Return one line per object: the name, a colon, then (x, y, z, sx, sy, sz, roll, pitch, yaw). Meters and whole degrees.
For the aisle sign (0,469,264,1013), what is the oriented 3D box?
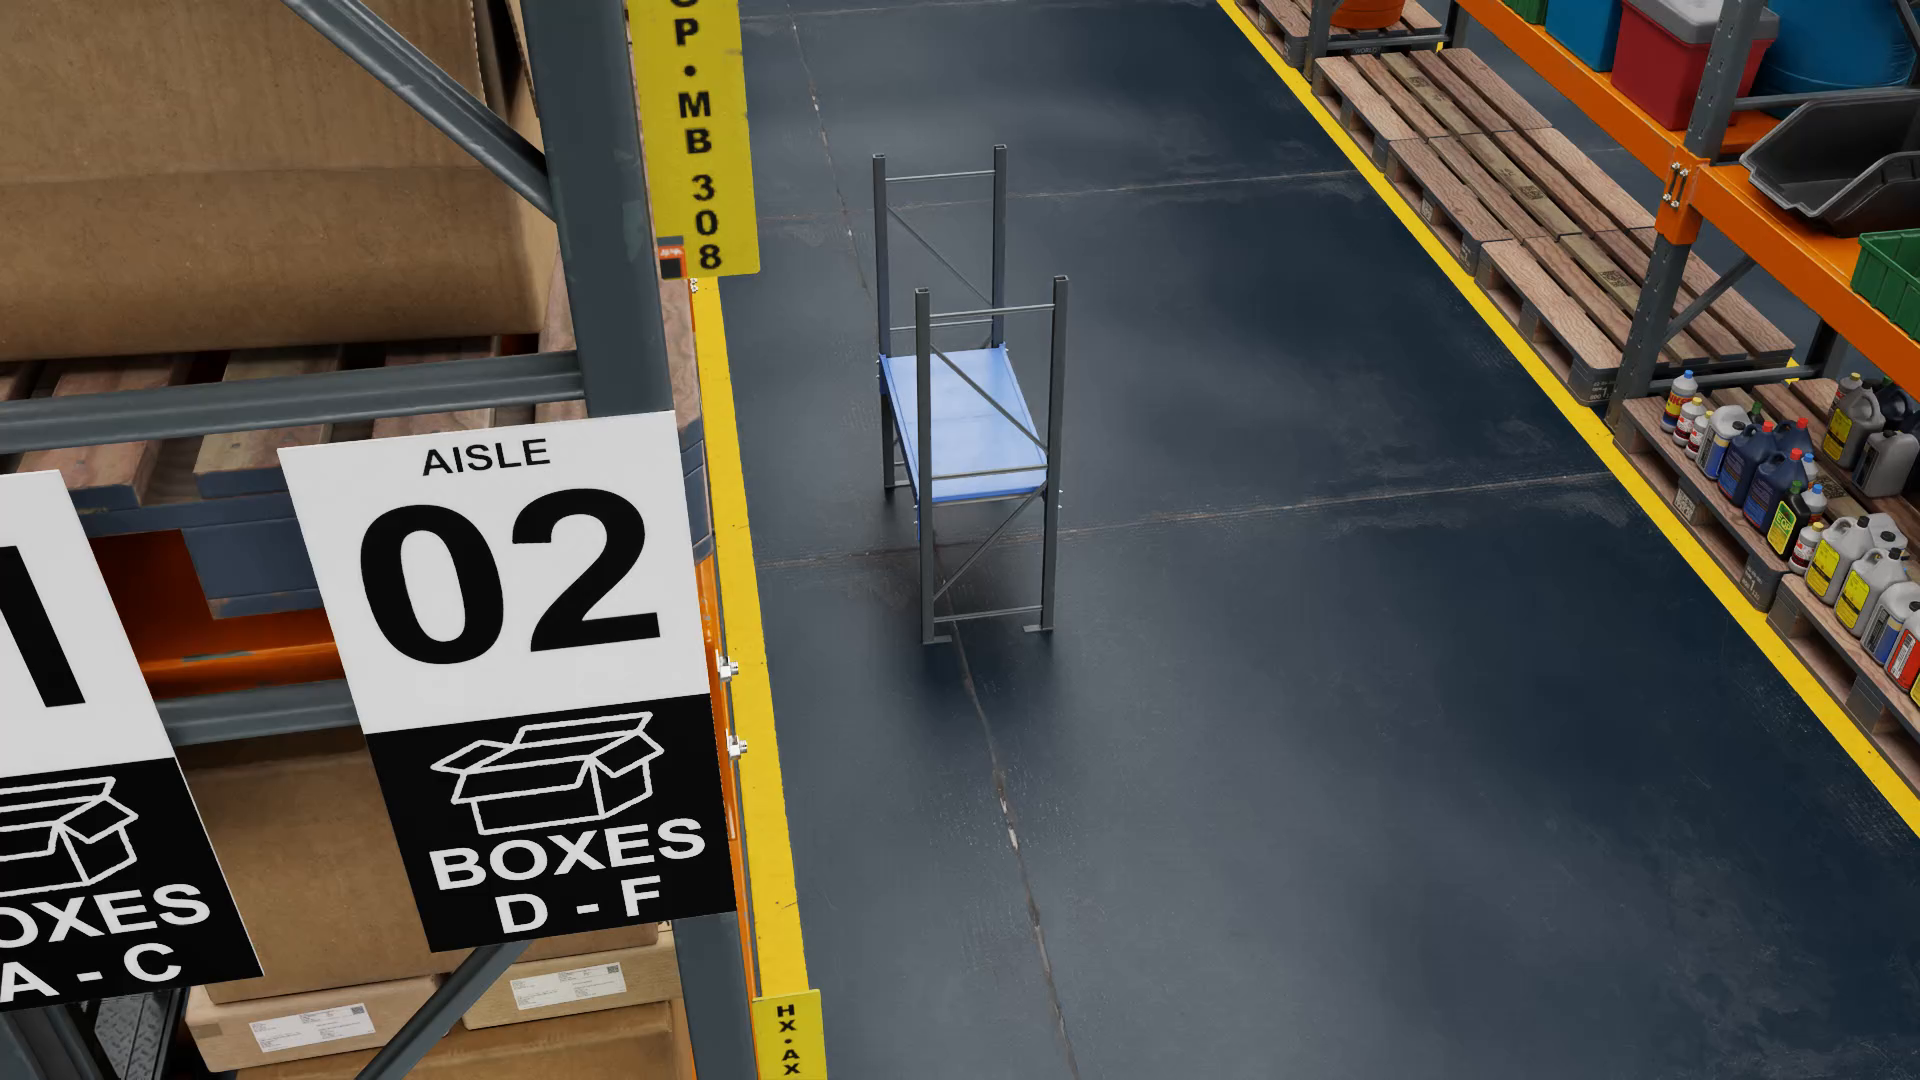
aisle sign: (-1.079, 0.264, 1.846, 0.394, 0.787, 0.004, -6, 38, -8)

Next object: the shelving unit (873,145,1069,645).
shelving unit: (0.015, -0.541, 6.224, 0.538, 1.500, 1.048, -6, 38, -8)

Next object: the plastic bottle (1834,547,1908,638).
plastic bottle: (3.248, 0.160, 5.899, 0.144, 0.351, 0.185, -5, 38, -6)

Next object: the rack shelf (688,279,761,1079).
rack shelf: (-1.152, 0.295, 4.511, 1.077, 0.370, 4.000, -6, 38, -8)

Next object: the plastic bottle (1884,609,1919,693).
plastic bottle: (3.305, 0.373, 5.686, 0.152, 0.276, 0.135, -6, 38, -8)

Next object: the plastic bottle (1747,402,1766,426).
plastic bottle: (3.188, -0.408, 6.686, 0.061, 0.283, 0.133, -6, 38, -8)

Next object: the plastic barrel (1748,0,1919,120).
plastic barrel: (3.605, -2.191, 6.717, 0.600, 0.901, 0.708, -6, 38, -8)

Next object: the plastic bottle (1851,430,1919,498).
plastic bottle: (3.664, -0.320, 6.579, 0.152, 0.276, 0.135, -6, 38, -8)

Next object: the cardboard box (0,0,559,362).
cardboard box: (-0.898, -0.575, 2.059, 0.797, 0.503, 0.637, -4, 38, -5)

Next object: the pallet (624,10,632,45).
pallet: (-1.117, -1.099, 3.346, 1.003, 0.211, 1.213, -6, 38, -8)

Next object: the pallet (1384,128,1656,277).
pallet: (2.982, -1.835, 8.939, 1.003, 0.211, 1.213, -6, 38, -8)

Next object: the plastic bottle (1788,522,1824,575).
plastic bottle: (3.168, 0.024, 6.197, 0.097, 0.201, 0.097, 0, 38, 0)

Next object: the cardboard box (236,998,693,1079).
cardboard box: (-0.870, 0.896, 3.070, 0.700, 0.500, 0.500, -6, 38, -8)

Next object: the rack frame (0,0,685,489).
rack frame: (-0.801, -1.150, 0.895, 1.000, 3.000, 0.127, -6, 38, -8)

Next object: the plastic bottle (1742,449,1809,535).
plastic bottle: (3.141, -0.209, 6.374, 0.144, 0.351, 0.185, -8, 39, -10)

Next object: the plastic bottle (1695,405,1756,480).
plastic bottle: (3.083, -0.393, 6.673, 0.152, 0.276, 0.135, -5, 38, -6)

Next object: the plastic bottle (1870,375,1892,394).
plastic bottle: (3.784, -0.573, 6.898, 0.061, 0.283, 0.133, -4, 38, -6)

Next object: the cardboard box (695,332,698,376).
cardboard box: (-1.417, -0.856, 7.306, 0.500, 0.250, 0.500, -5, 38, -7)

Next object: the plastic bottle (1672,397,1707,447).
plastic bottle: (3.017, -0.495, 6.864, 0.097, 0.201, 0.097, 0, 38, 0)

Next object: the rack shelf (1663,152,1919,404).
rack shelf: (3.726, -0.235, 5.194, 1.077, 0.370, 4.000, -6, 38, -8)

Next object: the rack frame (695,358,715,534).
rack frame: (-1.502, -1.197, 5.845, 1.000, 3.000, 0.127, -6, 38, -8)

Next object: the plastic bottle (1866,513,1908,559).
plastic bottle: (3.357, 0.046, 6.107, 0.152, 0.276, 0.135, -6, 38, -8)

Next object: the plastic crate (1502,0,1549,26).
plastic crate: (2.792, -2.665, 7.908, 0.450, 0.188, 0.662, -6, 38, -8)

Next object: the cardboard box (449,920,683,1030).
cardboard box: (-0.658, 0.663, 2.841, 0.380, 0.149, 0.250, -6, 38, -8)

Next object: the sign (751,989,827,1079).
sign: (-0.254, 0.790, 2.518, 0.100, 0.325, 0.005, -6, 38, -8)

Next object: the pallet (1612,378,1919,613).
pallet: (3.452, -0.216, 6.856, 1.003, 0.211, 1.213, -6, 38, -8)

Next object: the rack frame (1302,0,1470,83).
rack frame: (2.674, -4.143, 9.638, 1.000, 3.000, 0.127, -6, 38, -8)

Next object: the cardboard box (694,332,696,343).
cardboard box: (-1.412, -1.078, 7.134, 0.500, 0.311, 0.500, -7, 38, -8)

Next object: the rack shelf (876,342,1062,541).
rack shelf: (0.015, -0.399, 6.334, 0.538, 0.185, 1.000, -6, 38, -8)

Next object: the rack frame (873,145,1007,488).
rack frame: (-0.074, -0.848, 6.619, 0.500, 1.500, 0.032, -6, 38, -8)

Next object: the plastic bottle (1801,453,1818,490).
plastic bottle: (3.252, -0.217, 6.449, 0.097, 0.271, 0.097, 0, 38, 0)

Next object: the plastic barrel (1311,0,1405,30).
plastic barrel: (2.571, -3.746, 10.553, 0.600, 0.830, 0.708, -6, 38, -8)

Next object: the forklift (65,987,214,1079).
forklift: (-2.630, 0.575, 3.620, 1.130, 2.935, 3.031, -7, 38, -8)

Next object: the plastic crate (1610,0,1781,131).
plastic crate: (2.989, -2.012, 6.843, 0.402, 0.464, 0.583, -6, 38, -8)

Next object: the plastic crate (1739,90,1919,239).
plastic crate: (3.341, -1.373, 6.123, 0.767, 0.338, 0.504, -6, 38, -8)

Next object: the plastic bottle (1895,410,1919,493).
plastic bottle: (3.805, -0.381, 6.596, 0.144, 0.351, 0.185, -8, 39, -10)
